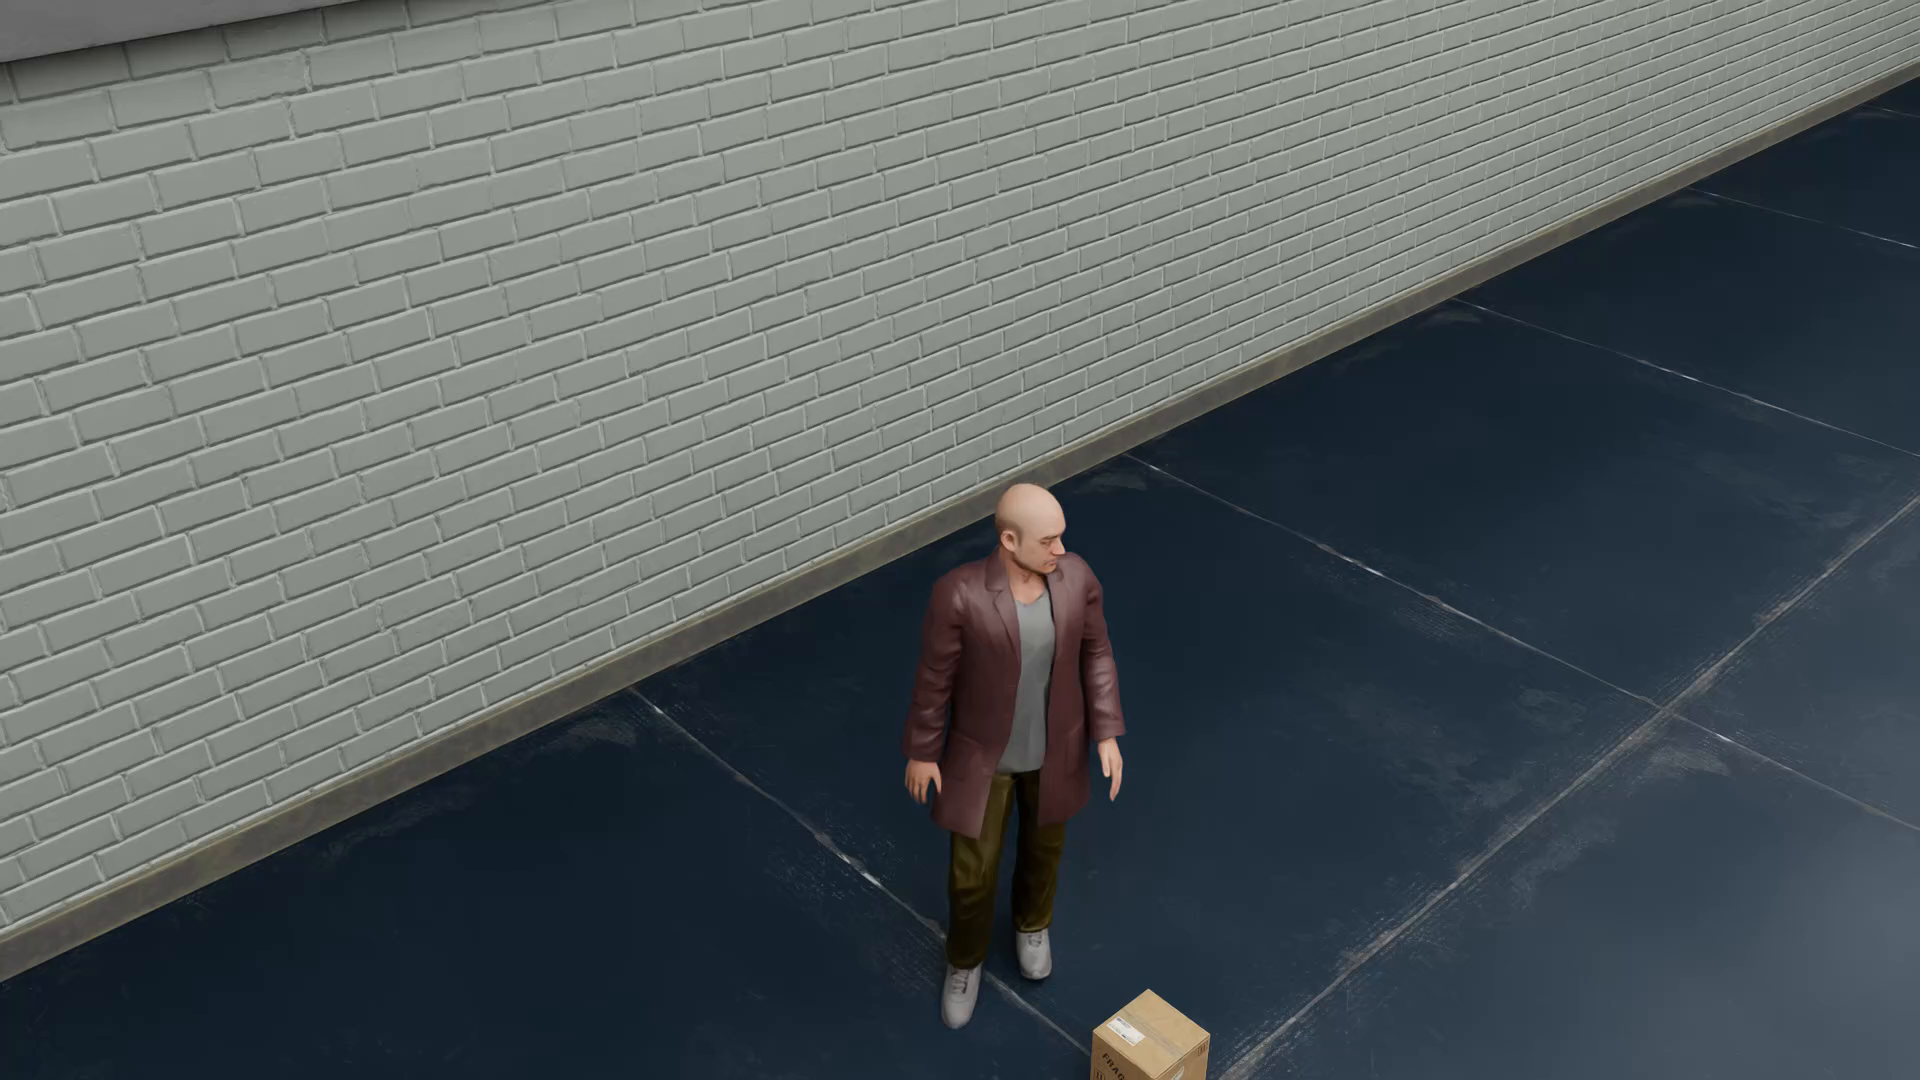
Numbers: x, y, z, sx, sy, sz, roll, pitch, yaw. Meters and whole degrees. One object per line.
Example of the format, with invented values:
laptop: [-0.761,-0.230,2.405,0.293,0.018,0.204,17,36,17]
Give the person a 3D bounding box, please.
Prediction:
person: [0.158,0.655,5.067,0.677,1.805,0.486,-7,32,-11]
